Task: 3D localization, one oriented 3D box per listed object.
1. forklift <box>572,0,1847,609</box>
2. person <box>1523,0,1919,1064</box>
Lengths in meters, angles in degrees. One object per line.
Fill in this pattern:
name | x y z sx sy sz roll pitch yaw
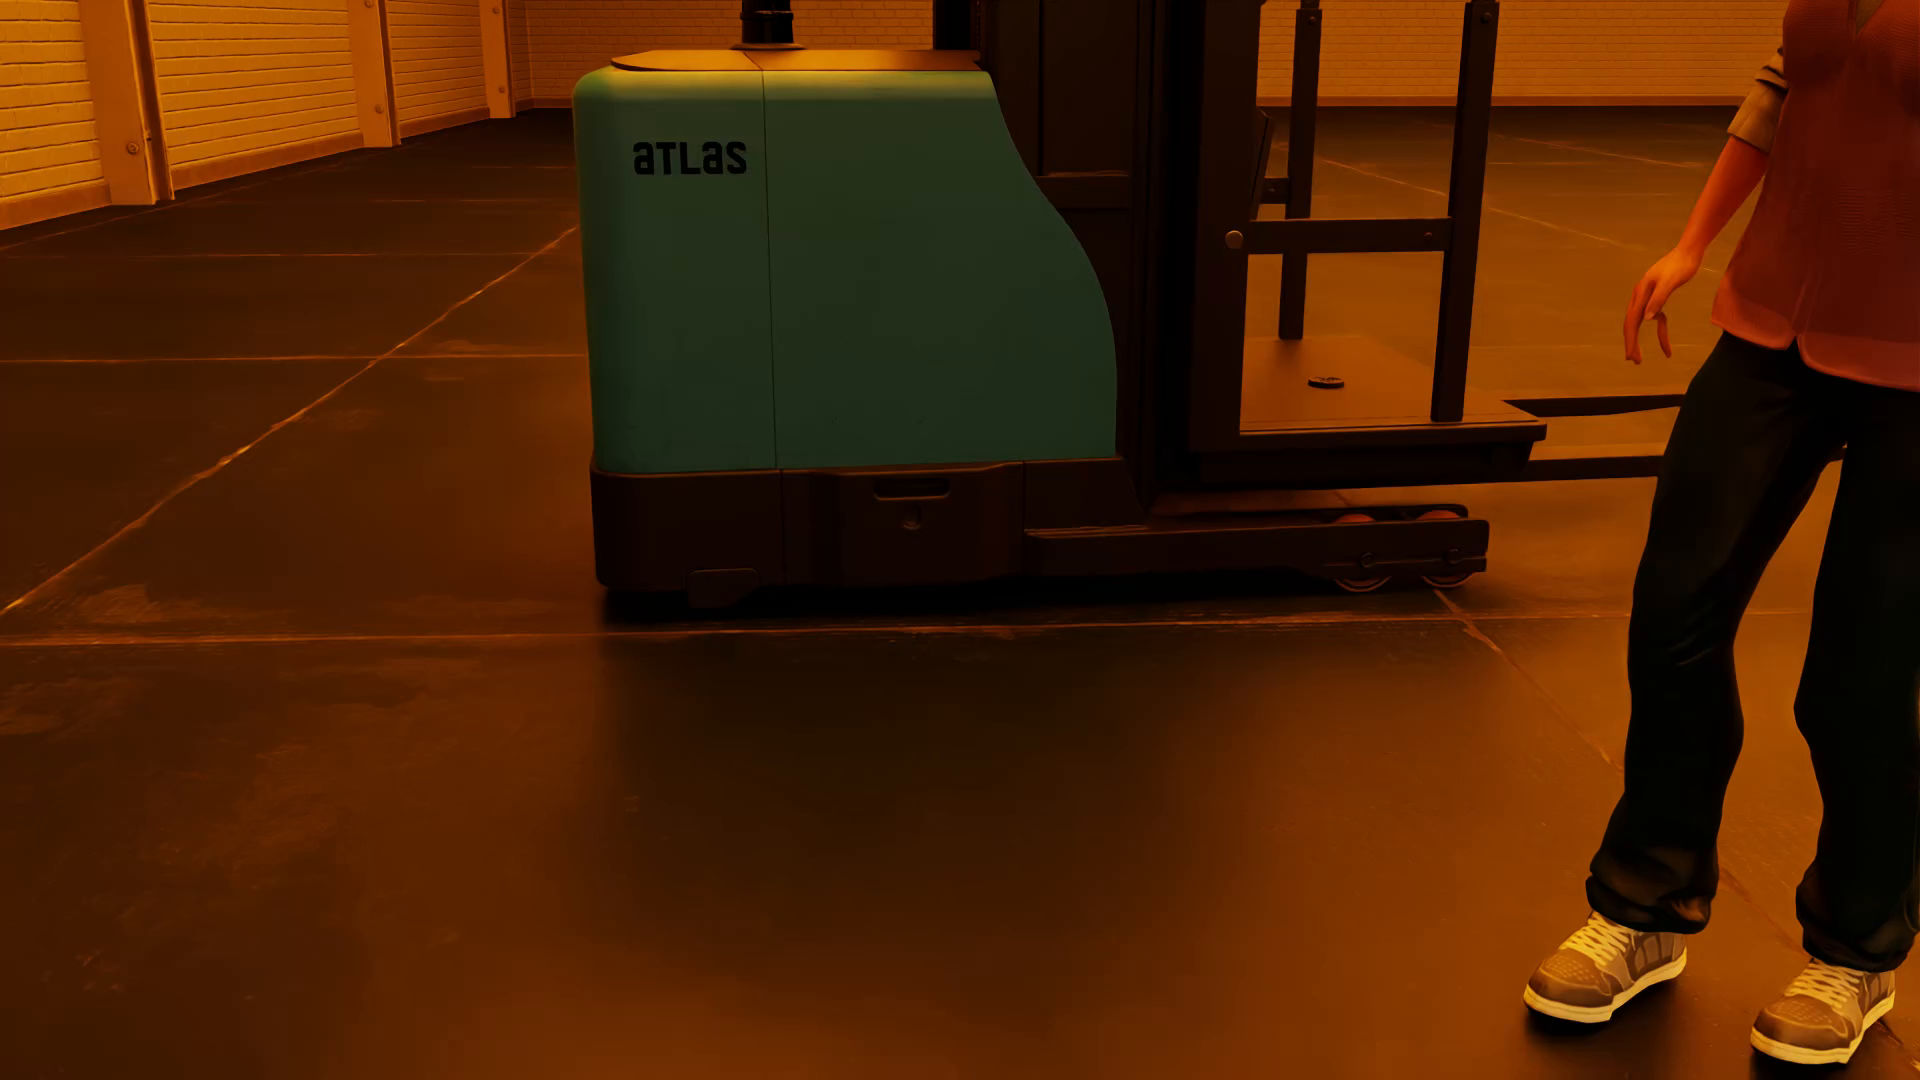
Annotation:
forklift | 0.692 -1.440 3.616 3.031 2.935 1.130 -2 17 -8
person | 0.947 -0.161 1.757 0.453 1.579 0.624 -8 19 -25
